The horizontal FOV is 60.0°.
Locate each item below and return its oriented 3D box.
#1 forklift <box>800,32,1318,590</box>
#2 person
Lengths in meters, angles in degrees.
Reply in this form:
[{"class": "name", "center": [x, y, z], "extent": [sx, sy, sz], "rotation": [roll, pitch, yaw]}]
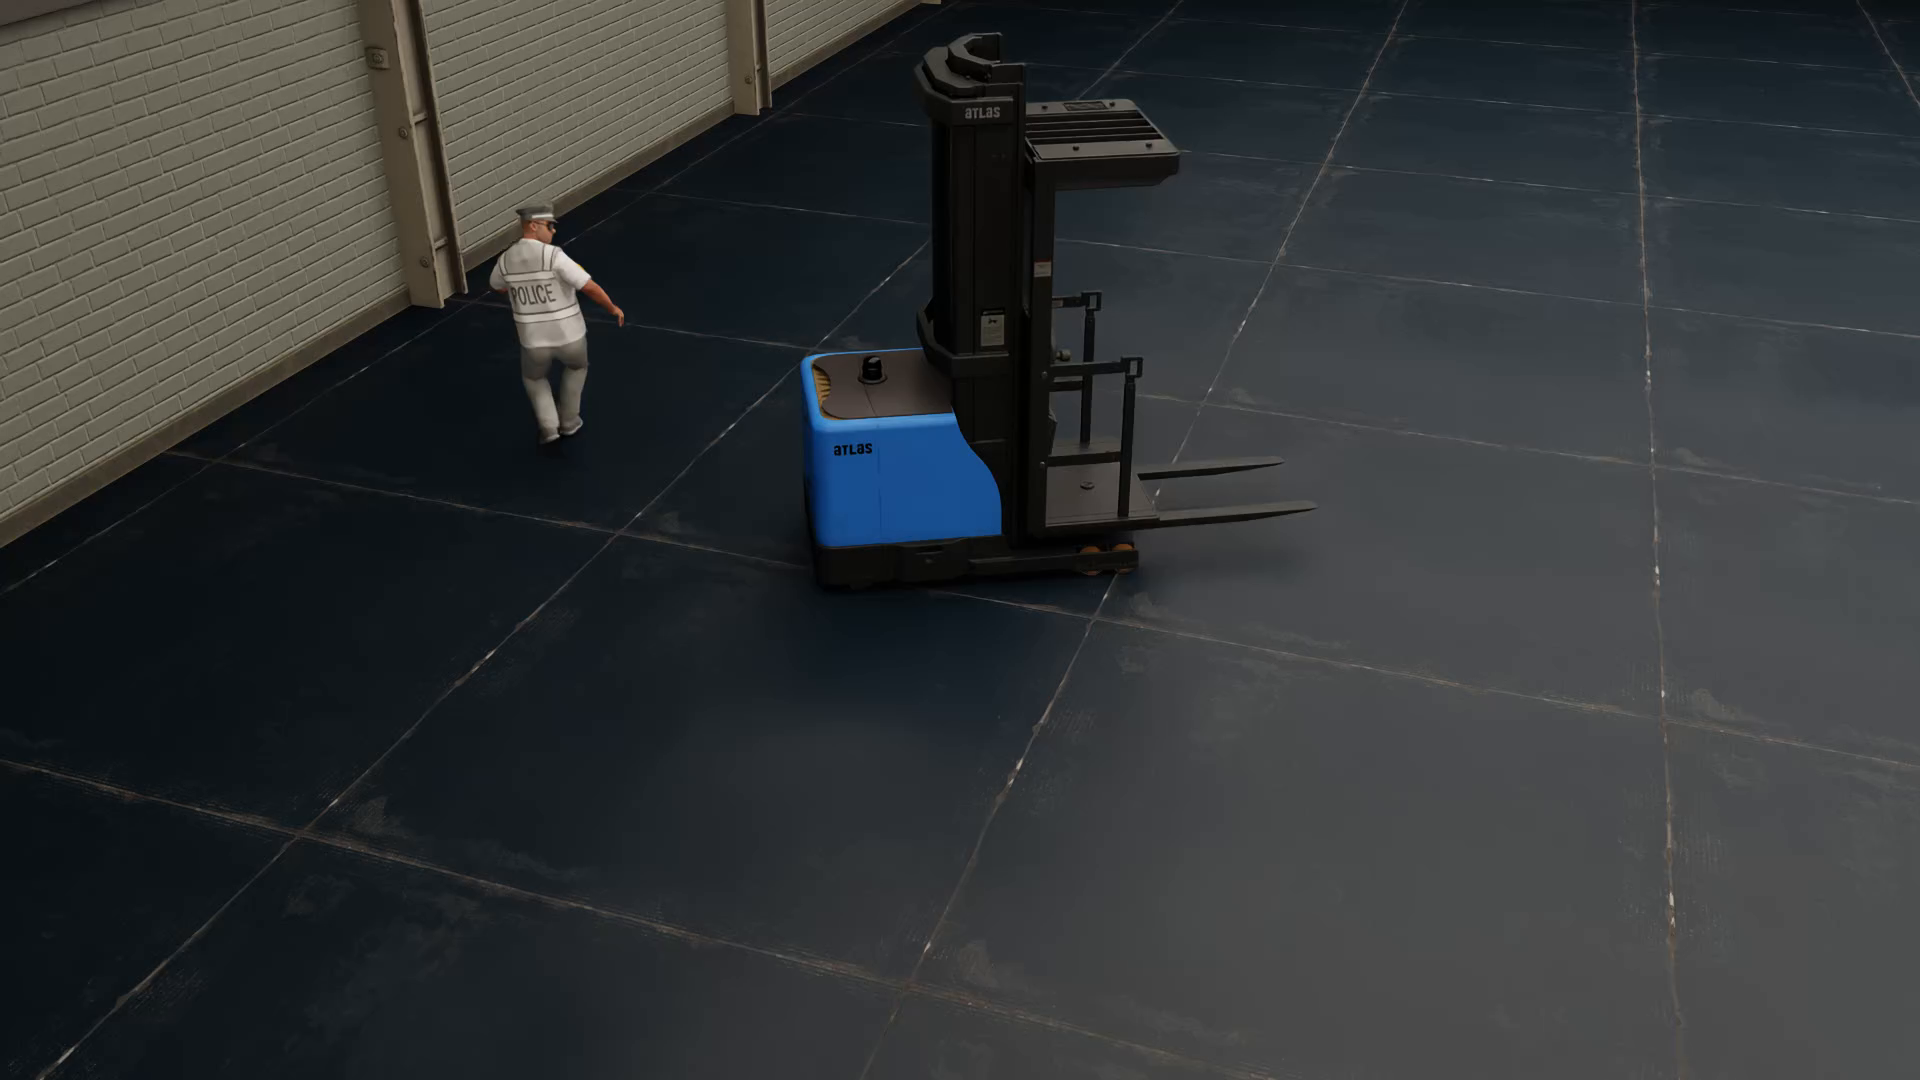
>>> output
[{"class": "forklift", "center": [0.603, -1.321, 9.453], "extent": [3.031, 2.935, 1.130], "rotation": [-5, 30, -8]}, {"class": "person", "center": [-2.647, -1.446, 10.977], "extent": [0.862, 1.646, 0.819], "rotation": [-1, 30, -1]}]
